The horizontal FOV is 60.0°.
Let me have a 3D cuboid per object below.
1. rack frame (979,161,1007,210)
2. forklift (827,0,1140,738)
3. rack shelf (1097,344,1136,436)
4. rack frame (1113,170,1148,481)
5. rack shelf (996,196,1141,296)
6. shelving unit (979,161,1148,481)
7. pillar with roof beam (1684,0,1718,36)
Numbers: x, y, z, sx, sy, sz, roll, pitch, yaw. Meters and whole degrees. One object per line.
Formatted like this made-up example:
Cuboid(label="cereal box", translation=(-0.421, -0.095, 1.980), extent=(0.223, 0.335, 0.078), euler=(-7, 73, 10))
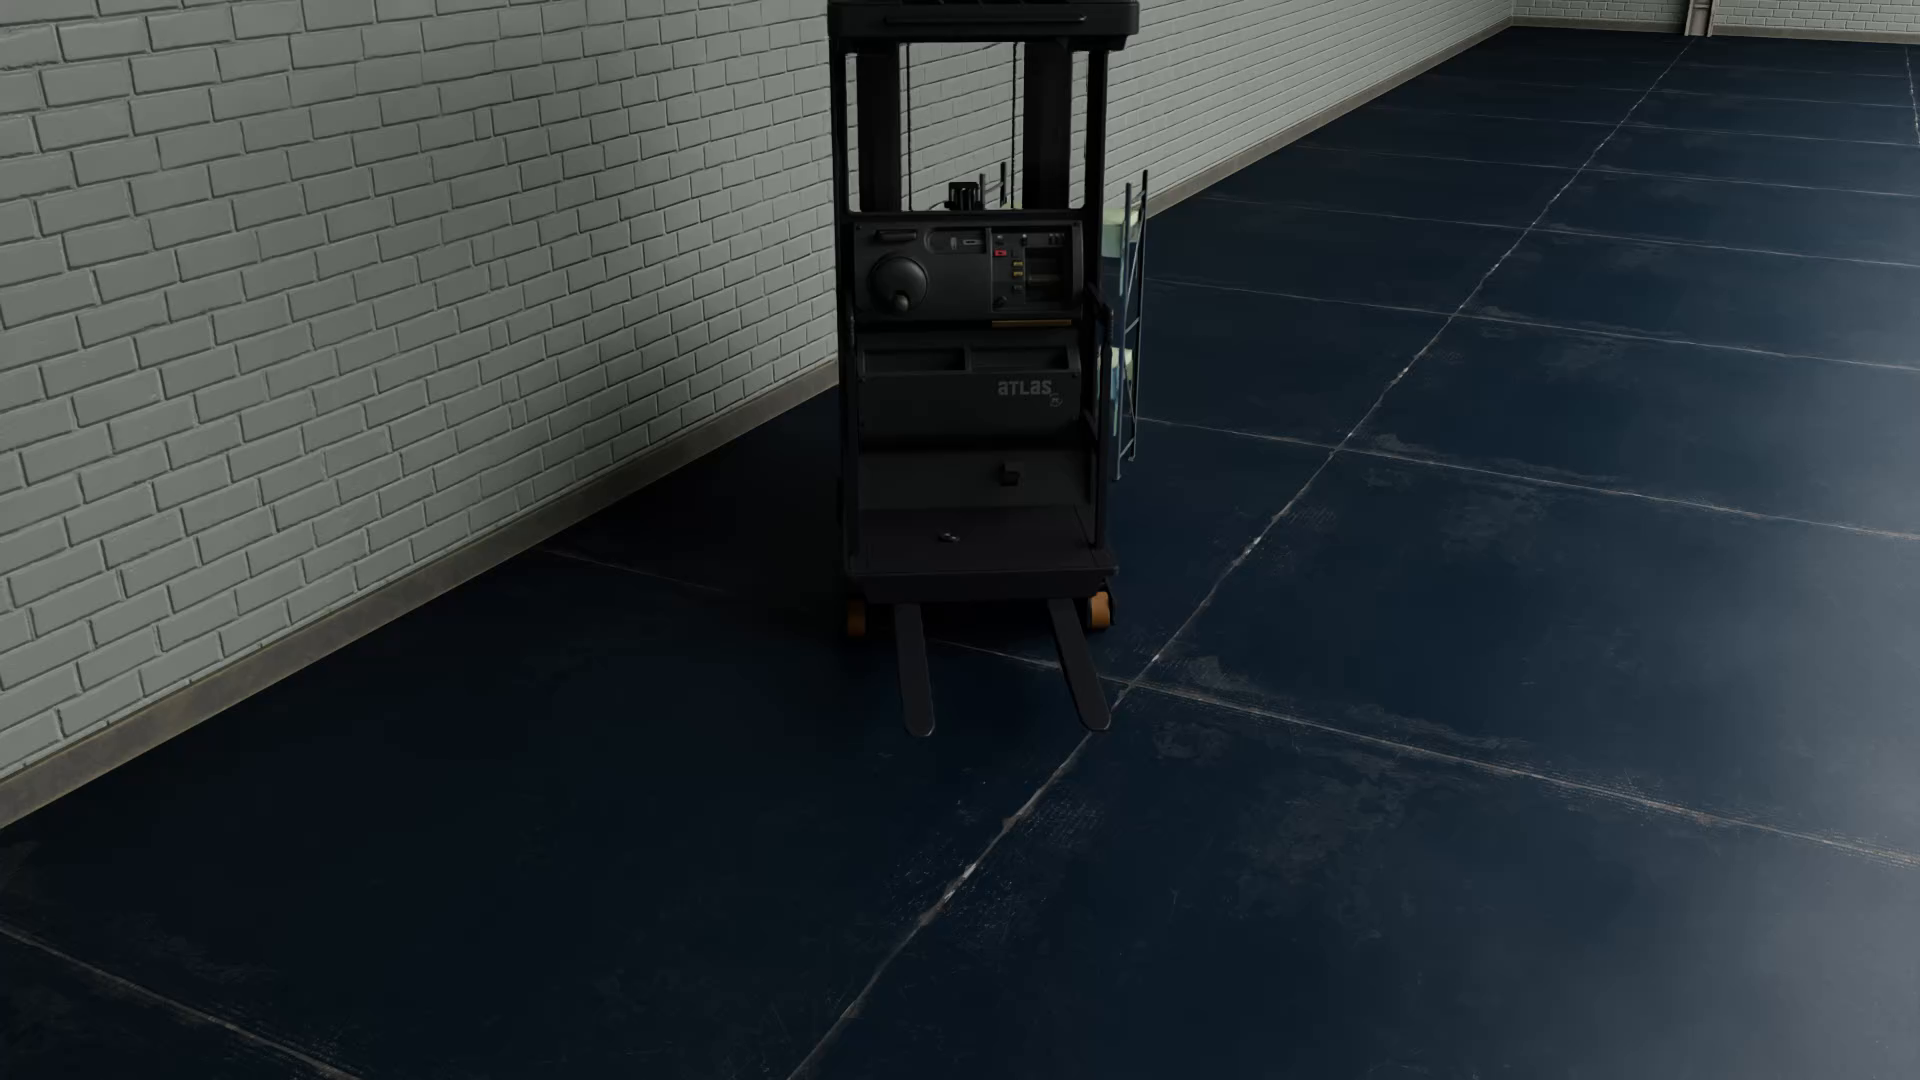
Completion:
Cuboid(label="rack frame", translation=(0.160, -1.155, 8.539), extent=(0.023, 1.500, 0.400), euler=(7, 23, 17))
Cuboid(label="forklift", translation=(0.053, -1.080, 6.544), extent=(1.130, 2.935, 3.031), euler=(-2, 23, -4))
Cuboid(label="rack shelf", translation=(0.505, -0.808, 8.556), extent=(0.720, 0.370, 0.431), euler=(7, 23, 17))
Cuboid(label="rack frame", translation=(0.855, -1.065, 8.328), extent=(0.023, 1.500, 0.400), euler=(7, 23, 17))
Cuboid(label="rack shelf", translation=(0.510, -1.472, 8.287), extent=(0.720, 0.370, 0.431), euler=(7, 23, 17))
Cuboid(label="shelving unit", translation=(0.507, -1.110, 8.434), extent=(0.755, 1.500, 0.431), euler=(7, 23, 17))
Cuboid(label="pillar with roof beam", translation=(10.091, -10.875, 21.823), extent=(0.400, 9.000, 9.100), euler=(11, 25, 25))
